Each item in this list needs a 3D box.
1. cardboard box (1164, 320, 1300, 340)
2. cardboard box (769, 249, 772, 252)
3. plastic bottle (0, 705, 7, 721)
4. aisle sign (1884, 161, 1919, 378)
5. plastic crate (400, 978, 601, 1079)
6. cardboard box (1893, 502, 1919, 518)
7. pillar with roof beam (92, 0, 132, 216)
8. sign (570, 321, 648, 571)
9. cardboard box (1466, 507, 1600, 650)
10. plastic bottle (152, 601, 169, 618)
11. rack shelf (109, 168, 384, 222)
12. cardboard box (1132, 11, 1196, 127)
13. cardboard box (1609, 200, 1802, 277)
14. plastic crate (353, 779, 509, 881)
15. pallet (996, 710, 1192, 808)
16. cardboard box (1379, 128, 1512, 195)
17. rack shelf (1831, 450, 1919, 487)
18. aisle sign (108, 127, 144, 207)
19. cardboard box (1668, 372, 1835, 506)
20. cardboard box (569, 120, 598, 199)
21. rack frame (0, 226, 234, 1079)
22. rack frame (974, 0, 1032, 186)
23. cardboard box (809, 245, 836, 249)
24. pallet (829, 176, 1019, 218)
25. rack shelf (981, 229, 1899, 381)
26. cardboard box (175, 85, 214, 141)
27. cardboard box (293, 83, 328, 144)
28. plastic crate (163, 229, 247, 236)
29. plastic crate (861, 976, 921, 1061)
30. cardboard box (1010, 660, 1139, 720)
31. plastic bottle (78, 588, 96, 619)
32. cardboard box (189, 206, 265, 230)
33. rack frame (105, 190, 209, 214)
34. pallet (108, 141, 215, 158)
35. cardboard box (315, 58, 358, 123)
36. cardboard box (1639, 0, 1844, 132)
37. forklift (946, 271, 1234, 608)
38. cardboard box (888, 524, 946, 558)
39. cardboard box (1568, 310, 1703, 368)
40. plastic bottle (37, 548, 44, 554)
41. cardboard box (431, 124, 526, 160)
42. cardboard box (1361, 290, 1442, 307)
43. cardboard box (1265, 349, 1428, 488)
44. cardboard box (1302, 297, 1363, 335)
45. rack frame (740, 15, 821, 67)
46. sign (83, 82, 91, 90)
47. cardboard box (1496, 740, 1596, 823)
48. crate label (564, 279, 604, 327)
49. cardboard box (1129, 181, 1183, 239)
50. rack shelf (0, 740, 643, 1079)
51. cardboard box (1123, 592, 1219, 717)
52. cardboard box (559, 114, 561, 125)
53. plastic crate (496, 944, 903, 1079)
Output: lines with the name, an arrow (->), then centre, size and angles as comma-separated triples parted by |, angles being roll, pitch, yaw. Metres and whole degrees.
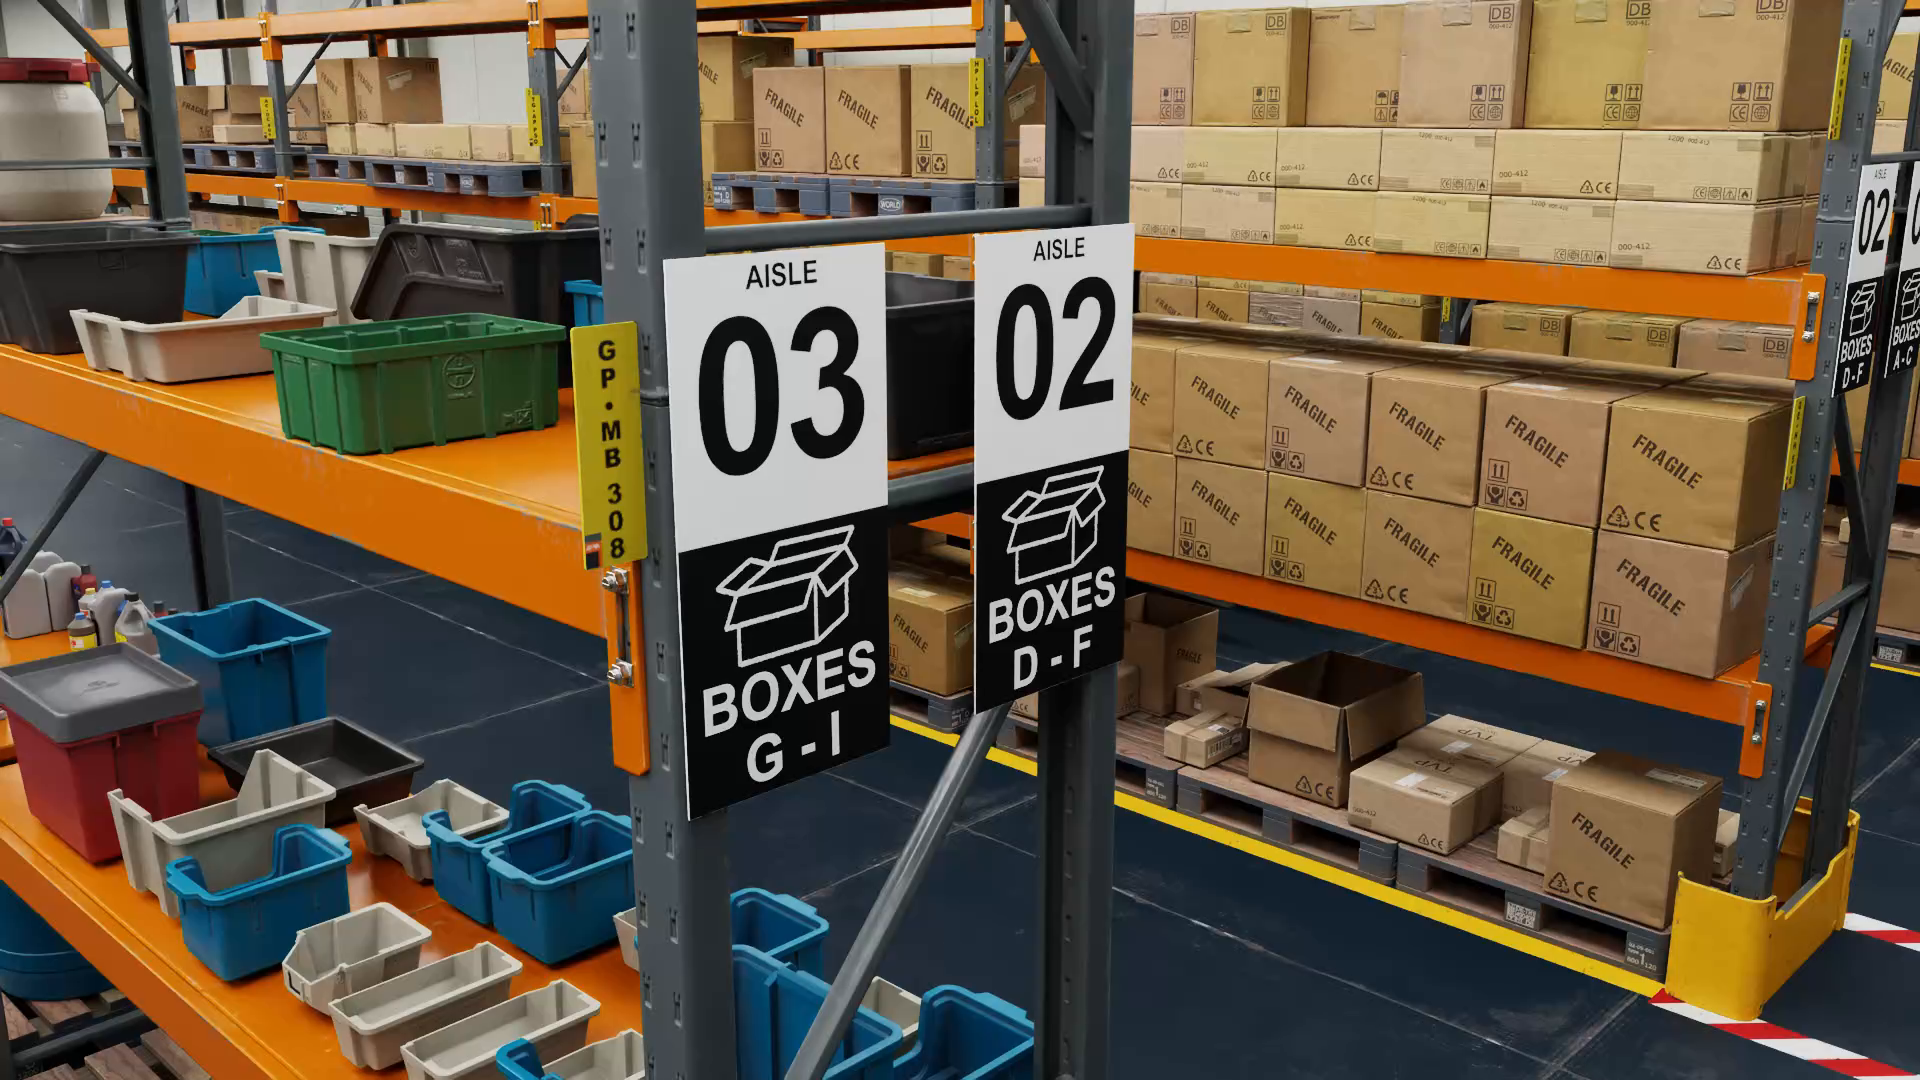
cardboard box -> 1.379, -0.827, 8.474 | 0.500, 0.500, 0.500 | 13, 20, 41
cardboard box -> -2.052, -3.145, 18.324 | 0.500, 0.500, 0.500 | 13, 19, 41
plastic bottle -> -3.411, 0.533, 5.830 | 0.097, 0.201, 0.097 | 0, 15, 0
aisle sign -> 3.597, -1.024, 6.258 | 0.004, 0.787, 0.394 | 14, 20, 42
plastic crate -> -1.008, 1.109, 3.631 | 0.243, 0.136, 0.396 | 14, 20, 42
cardboard box -> 6.070, -0.140, 10.857 | 0.250, 0.149, 0.380 | 14, 20, 42
pillar with roof beam -> -19.580, -8.731, 29.095 | 0.400, 9.000, 9.100 | 14, 20, 42
sign -> -0.467, -0.125, 2.220 | 0.005, 0.325, 0.100 | 14, 20, 42
cardboard box -> 2.457, 0.108, 6.872 | 0.500, 0.500, 0.500 | 14, 20, 43
plastic bottle -> -3.040, 0.365, 6.314 | 0.133, 0.283, 0.061 | 14, 20, 42
rack shelf -> -6.734, -3.279, 15.543 | 4.000, 0.370, 1.077 | 14, 20, 42
cardboard box -> 1.103, -2.217, 7.863 | 0.500, 0.500, 0.700 | 14, 20, 42
cardboard box -> 2.791, -1.146, 6.229 | 0.500, 0.250, 0.500 | 14, 20, 42
plastic crate -> -1.514, 0.822, 4.731 | 0.466, 0.136, 0.293 | 14, 20, 42
pallet -> 0.958, 1.045, 9.004 | 1.213, 0.211, 1.003 | 14, 20, 42
cardboard box -> 2.080, -1.565, 6.847 | 0.500, 0.250, 0.500 | 14, 20, 42
rack shelf -> 5.340, -0.627, 11.315 | 4.000, 0.370, 1.077 | 14, 20, 42
aisle sign -> -8.434, -3.739, 16.677 | 0.004, 0.787, 0.394 | 14, 20, 42
cardboard box -> 3.208, -0.383, 6.770 | 0.500, 0.500, 0.500 | -14, 20, -42
cardboard box -> -2.077, -2.555, 11.140 | 0.500, 0.500, 0.910 | 14, 20, 42
rack frame -> -2.976, 0.473, 5.666 | 0.127, 3.000, 1.000 | 14, 20, 42
rack frame -> 0.465, -3.328, 8.358 | 0.127, 3.000, 1.000 | 14, 20, 42
cardboard box -> -1.119, -2.792, 17.127 | 0.700, 0.500, 0.500 | -12, 19, -39
pallet -> 0.044, -1.912, 9.246 | 1.003, 0.211, 1.213 | 14, 20, 42
rack shelf -> 1.904, -1.178, 7.483 | 4.000, 0.370, 1.077 | 14, 20, 42
cardboard box -> -7.168, -3.956, 15.407 | 0.500, 0.500, 0.500 | 14, 20, 42
cardboard box -> -5.474, -3.732, 14.548 | 0.500, 0.500, 0.500 | -12, 19, -40
plastic crate -> -2.461, -0.856, 5.240 | 0.662, 0.188, 0.450 | 14, 20, 42
plastic crate -> -0.219, 1.098, 3.673 | 0.298, 0.136, 0.250 | 14, 20, 42
cardboard box -> 0.617, 0.776, 8.965 | 0.500, 0.311, 0.500 | 14, 20, 42
plastic bottle -> -3.513, 0.296, 6.741 | 0.097, 0.201, 0.097 | 0, 15, 0
cardboard box -> -7.063, -2.929, 15.952 | 0.500, 0.500, 0.700 | 14, 20, 42
rack frame -> -8.174, -2.525, 17.174 | 0.127, 3.000, 1.000 | 14, 20, 42
pallet -> -7.683, -3.805, 16.314 | 1.213, 0.211, 1.003 | 14, 20, 42
cardboard box -> -4.878, -3.655, 13.539 | 0.500, 0.500, 0.500 | 14, 20, 43
cardboard box -> 2.963, -1.796, 6.244 | 0.500, 0.500, 0.700 | 14, 20, 42
forklift -> 1.034, -1.108, 11.870 | 1.130, 2.935, 3.031 | -12, 19, -38
cardboard box -> -0.434, -0.095, 10.446 | 0.500, 0.250, 0.500 | 14, 20, 42
cardboard box -> 4.801, -1.243, 11.660 | 0.700, 0.700, 0.980 | 13, 19, 41
plastic bottle -> -3.943, 0.158, 7.133 | 0.097, 0.271, 0.097 | 0, 15, 0
cardboard box -> -3.574, -2.967, 12.386 | 0.500, 0.250, 0.500 | 13, 20, 41
cardboard box -> 3.387, -1.925, 12.556 | 0.500, 0.250, 0.500 | -14, 20, -43
cardboard box -> 1.722, -0.553, 7.425 | 0.500, 0.500, 0.500 | -14, 20, -42
cardboard box -> 3.019, -1.649, 12.985 | 0.500, 0.500, 0.500 | 14, 20, 43
rack frame -> -1.859, -5.628, 17.184 | 0.127, 3.000, 1.000 | 14, 20, 42
sign -> -8.563, -4.338, 16.293 | 0.005, 0.325, 0.100 | 14, 20, 42
cardboard box -> 2.790, 1.159, 7.617 | 0.500, 0.250, 0.500 | 14, 20, 42
crate label -> -0.537, -0.426, 3.465 | 0.502, 0.251, 0.408 | 14, 20, 42
cardboard box -> 1.000, -1.586, 7.917 | 0.500, 0.250, 0.500 | 14, 20, 42
rack shelf -> -1.536, 1.172, 4.413 | 4.000, 0.370, 1.077 | 14, 20, 42
cardboard box -> 1.072, 0.620, 9.189 | 0.500, 0.500, 0.500 | 14, 20, 42
cardboard box -> -4.671, -4.831, 19.835 | 0.500, 0.500, 0.500 | -14, 20, -43
plastic crate -> -0.467, 1.103, 3.062 | 0.499, 0.435, 0.616 | 14, 20, 42
